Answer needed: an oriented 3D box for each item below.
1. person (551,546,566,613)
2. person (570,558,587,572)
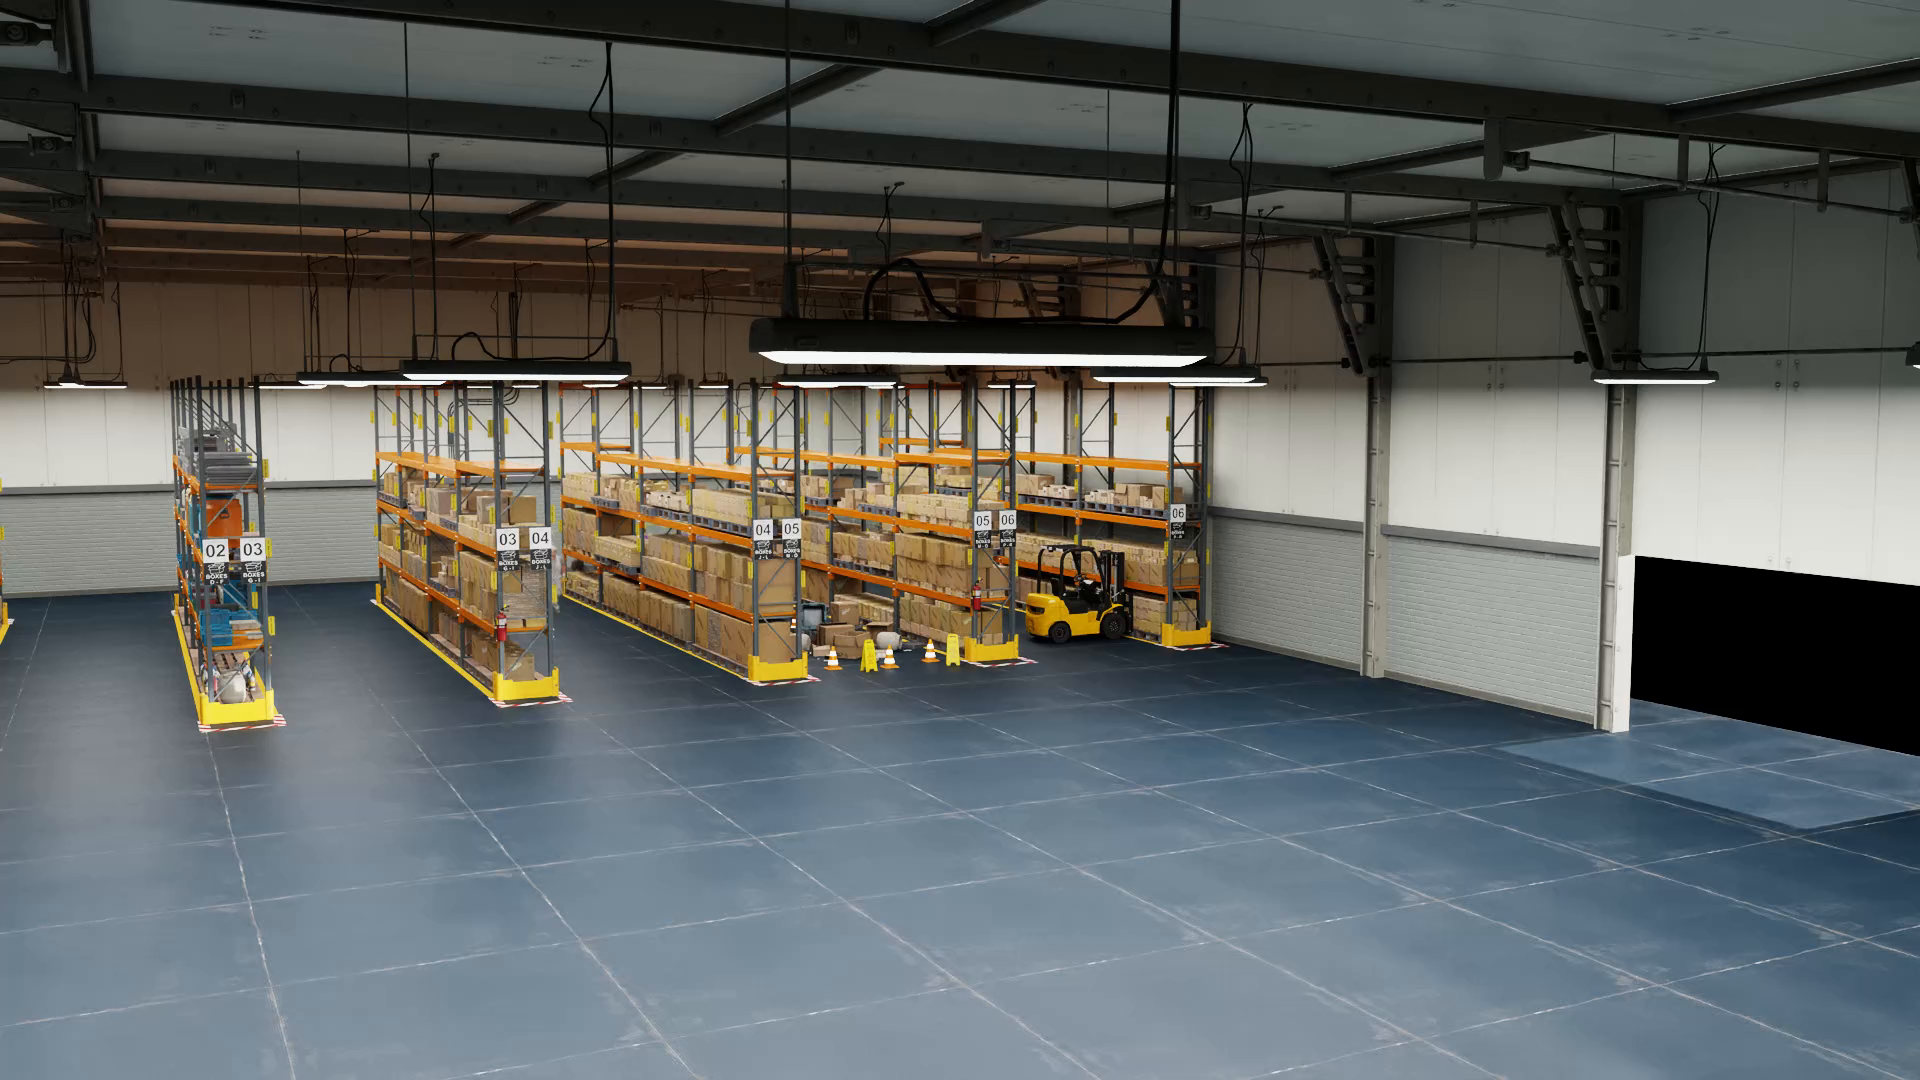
[{"bbox_3d":[-10.615,1.021,43.375,0.692,1.742,0.729,-3,6,-30],"label":"person"},{"bbox_3d":[-11.243,0.548,48.830,0.865,1.662,0.713,1,5,13],"label":"person"}]
